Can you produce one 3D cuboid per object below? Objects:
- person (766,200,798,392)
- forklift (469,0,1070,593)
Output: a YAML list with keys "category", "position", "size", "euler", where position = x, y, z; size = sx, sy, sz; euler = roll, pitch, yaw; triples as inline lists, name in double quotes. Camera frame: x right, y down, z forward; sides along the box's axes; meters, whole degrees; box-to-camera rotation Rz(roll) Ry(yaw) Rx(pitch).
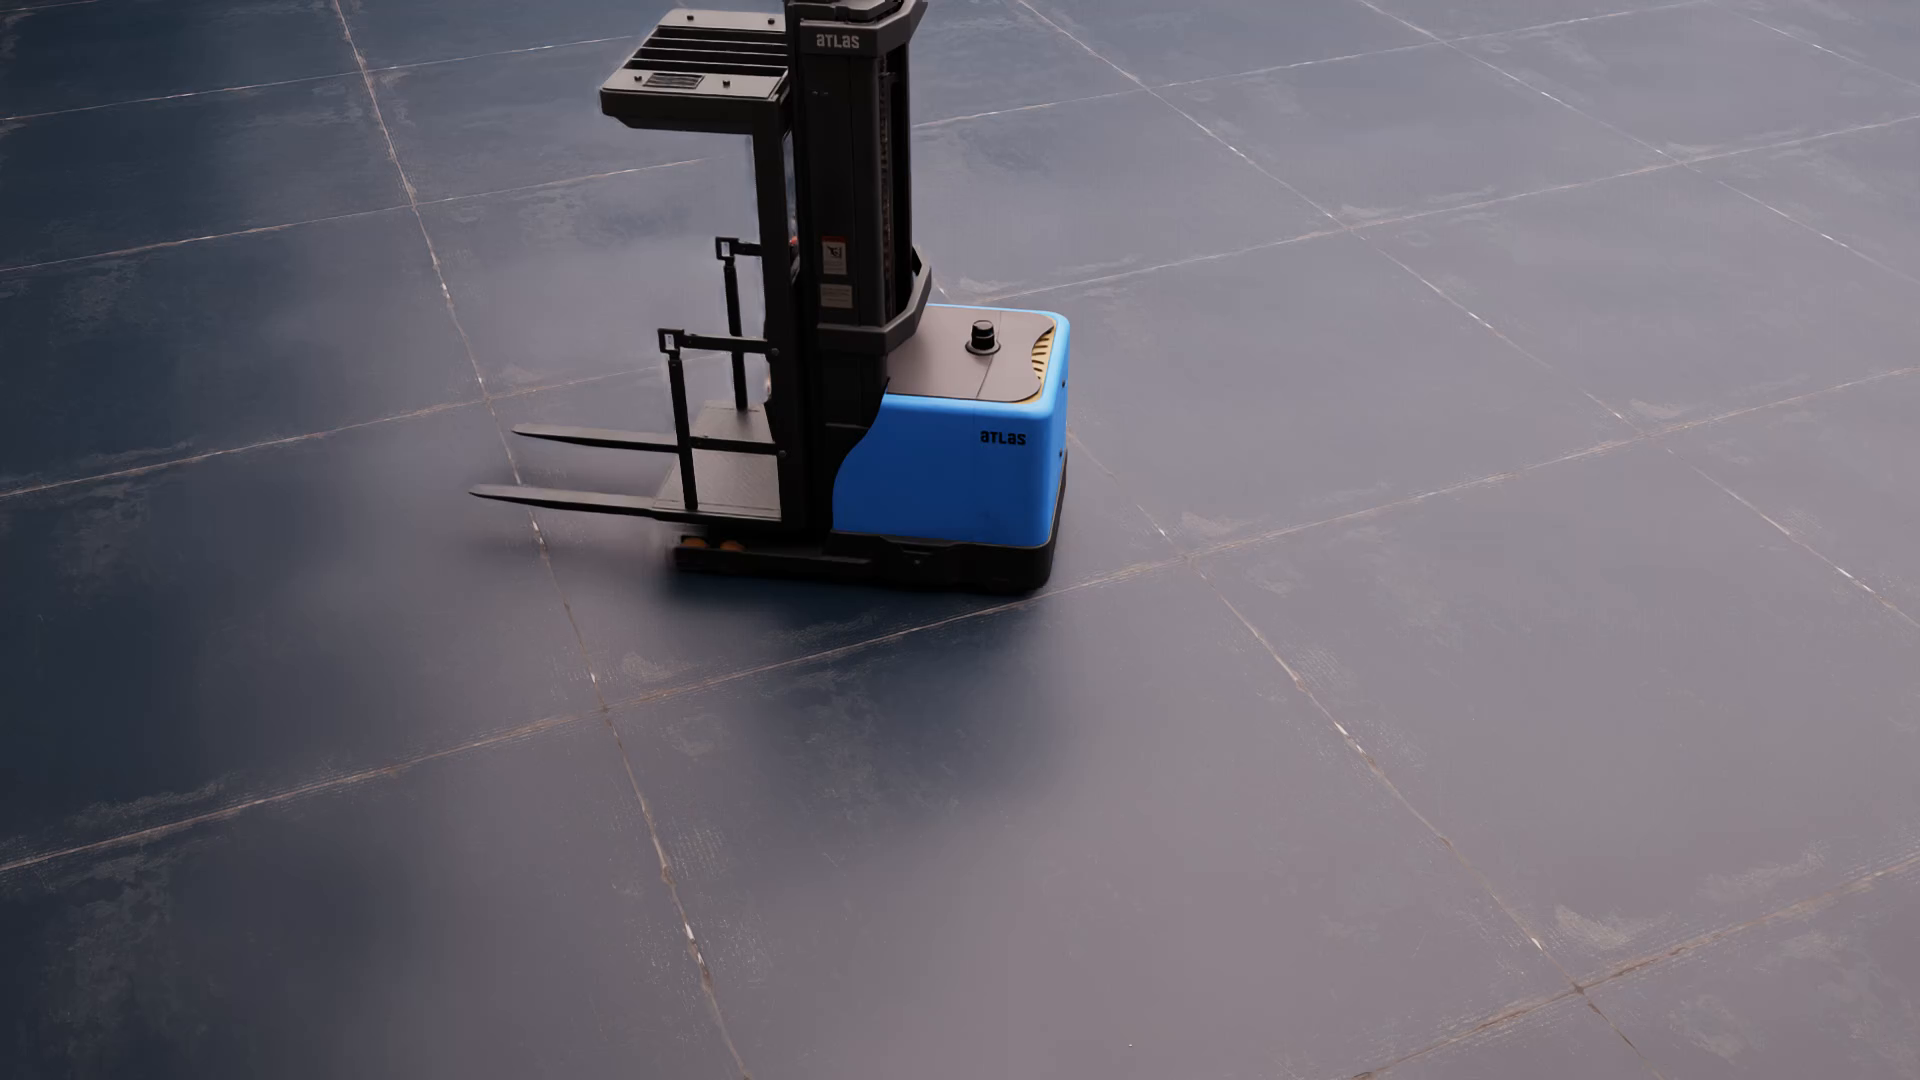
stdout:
- category: "person"
  position: [-0.663, -1.213, 8.970]
  size: [0.838, 1.596, 0.851]
  euler: [-16, 38, -21]
- category: "forklift"
  position: [-0.993, -1.320, 7.956]
  size: [3.031, 2.935, 1.130]
  euler: [5, 36, 7]
